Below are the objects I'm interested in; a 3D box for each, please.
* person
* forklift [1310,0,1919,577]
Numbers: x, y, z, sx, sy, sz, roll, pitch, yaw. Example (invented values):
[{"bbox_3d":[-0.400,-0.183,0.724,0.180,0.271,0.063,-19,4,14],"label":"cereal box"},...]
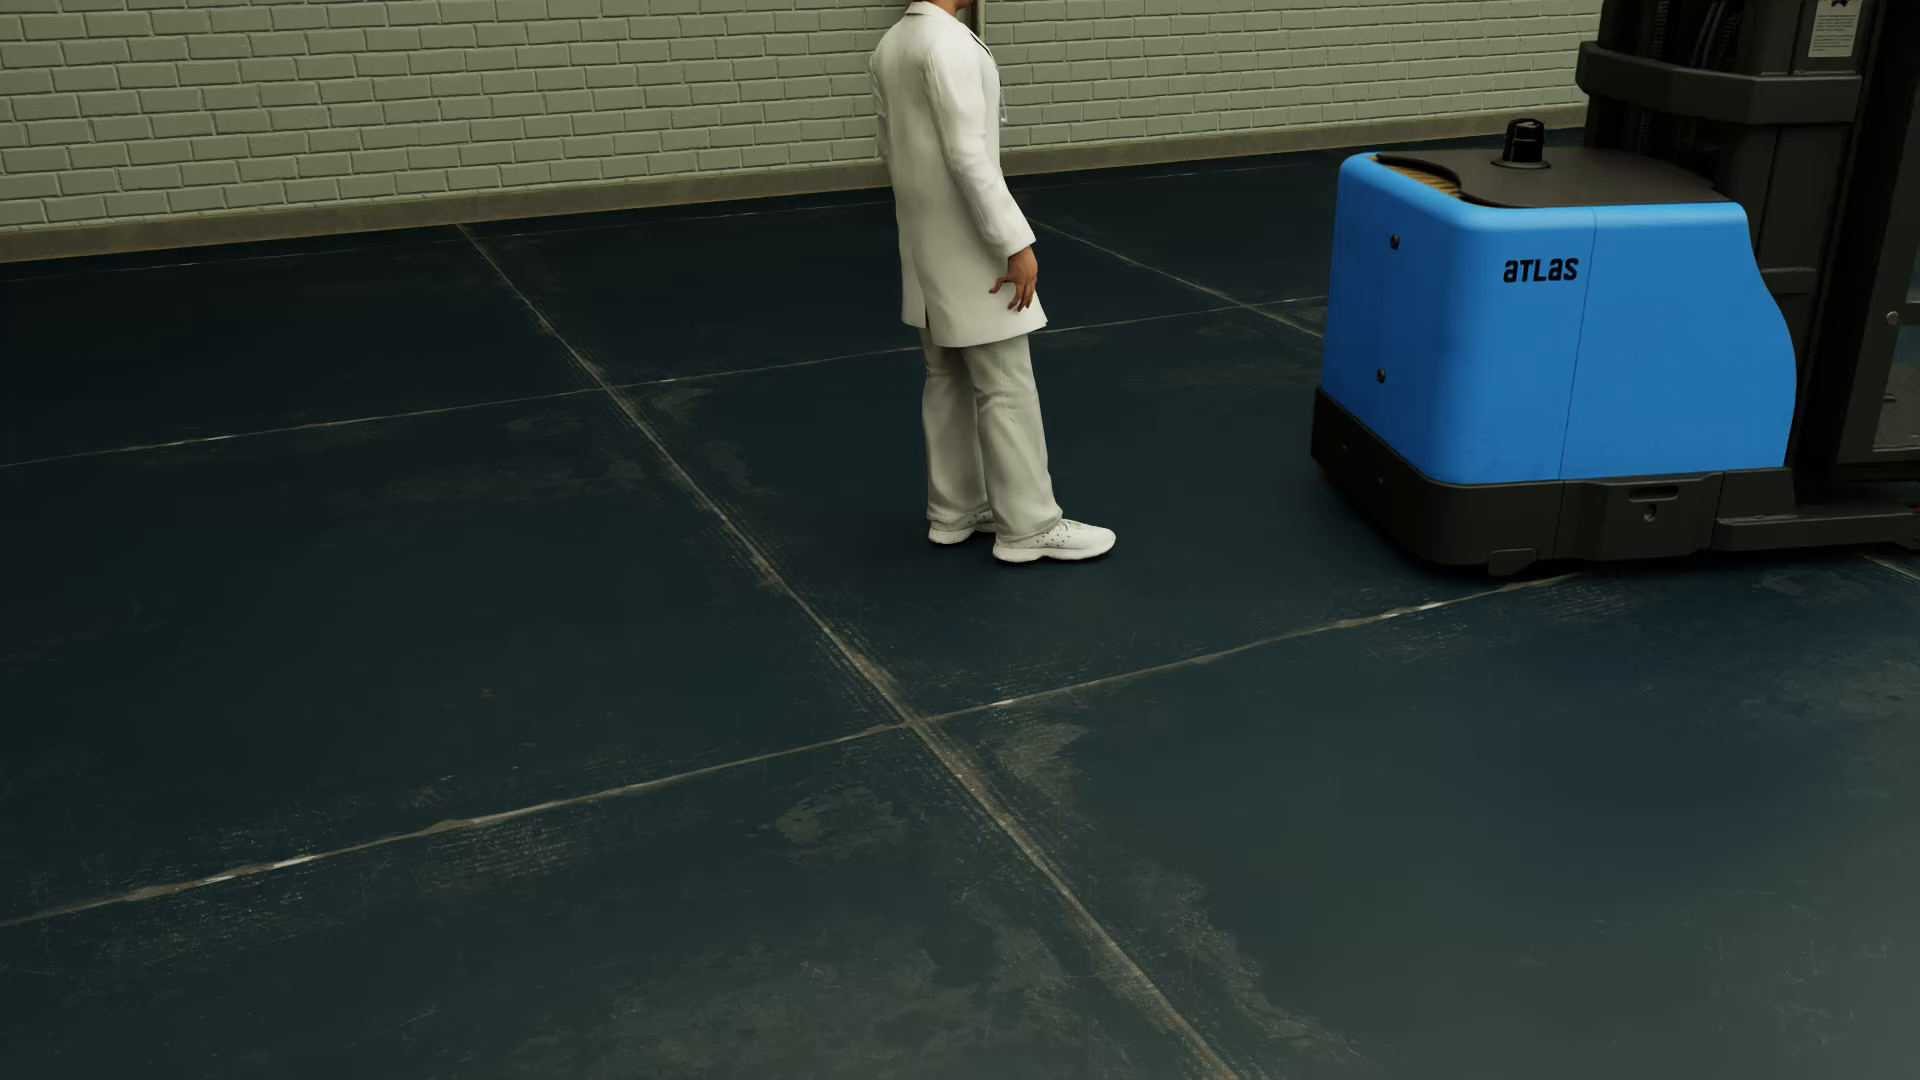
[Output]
[{"bbox_3d":[0.084,-0.842,4.795,0.578,1.778,0.698,-10,25,-23],"label":"person"},{"bbox_3d":[2.745,-1.496,4.888,3.031,2.935,1.130,-3,23,-8],"label":"forklift"}]
